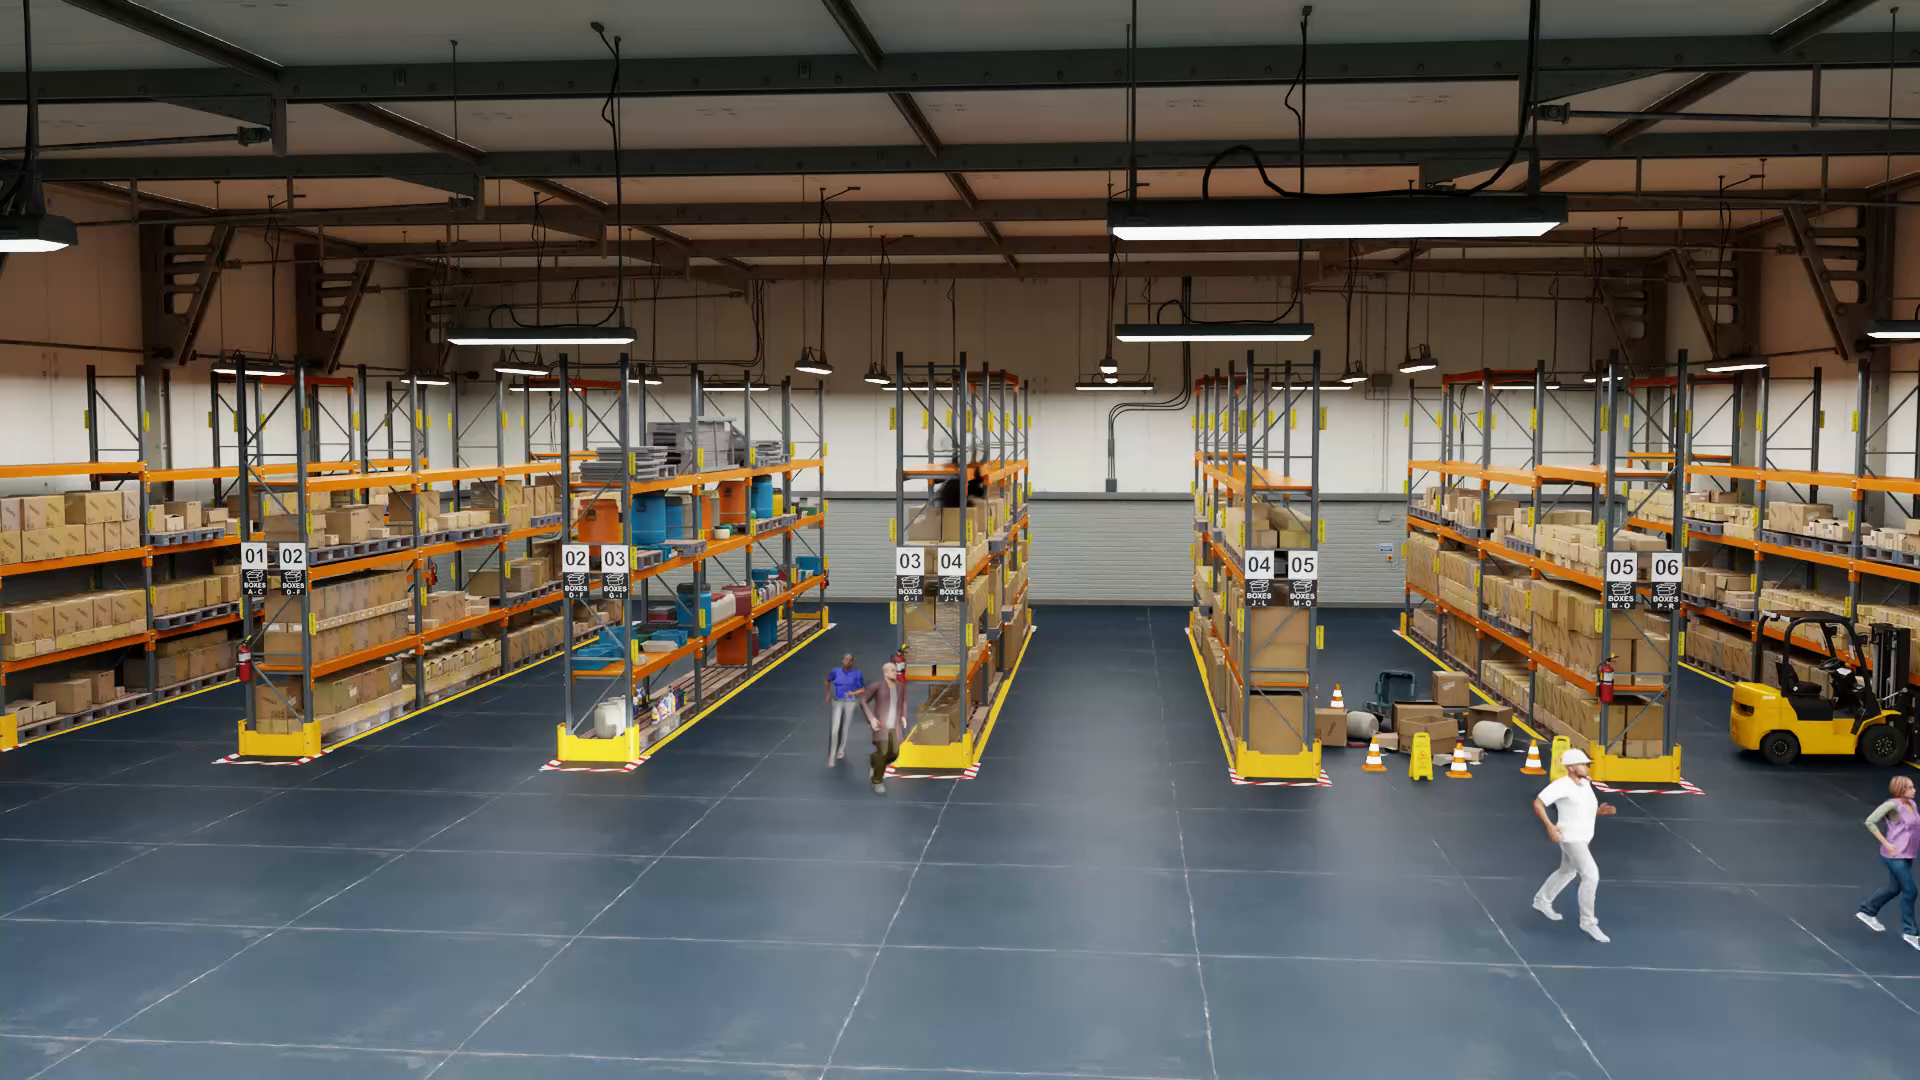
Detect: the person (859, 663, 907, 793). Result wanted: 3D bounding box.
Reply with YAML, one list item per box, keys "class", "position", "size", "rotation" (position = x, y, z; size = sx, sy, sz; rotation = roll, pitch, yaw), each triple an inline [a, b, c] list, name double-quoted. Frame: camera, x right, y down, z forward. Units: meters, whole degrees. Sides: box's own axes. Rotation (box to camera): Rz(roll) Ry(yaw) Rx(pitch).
- class: "person"
  position: [-1.014, 2.547, 22.733]
  size: [0.749, 1.738, 0.573]
  rotation: [-3, 5, -33]

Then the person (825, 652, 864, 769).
- class: "person"
  position: [-1.689, 2.472, 24.347]
  size: [0.571, 1.689, 0.772]
  rotation: [0, 4, -5]

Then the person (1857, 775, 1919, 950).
- class: "person"
  position: [9.006, 3.064, 15.977]
  size: [0.547, 1.627, 0.727]
  rotation: [-3, 5, -35]

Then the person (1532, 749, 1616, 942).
- class: "person"
  position: [6.005, 2.953, 16.295]
  size: [0.820, 1.821, 0.677]
  rotation: [3, 5, 40]
